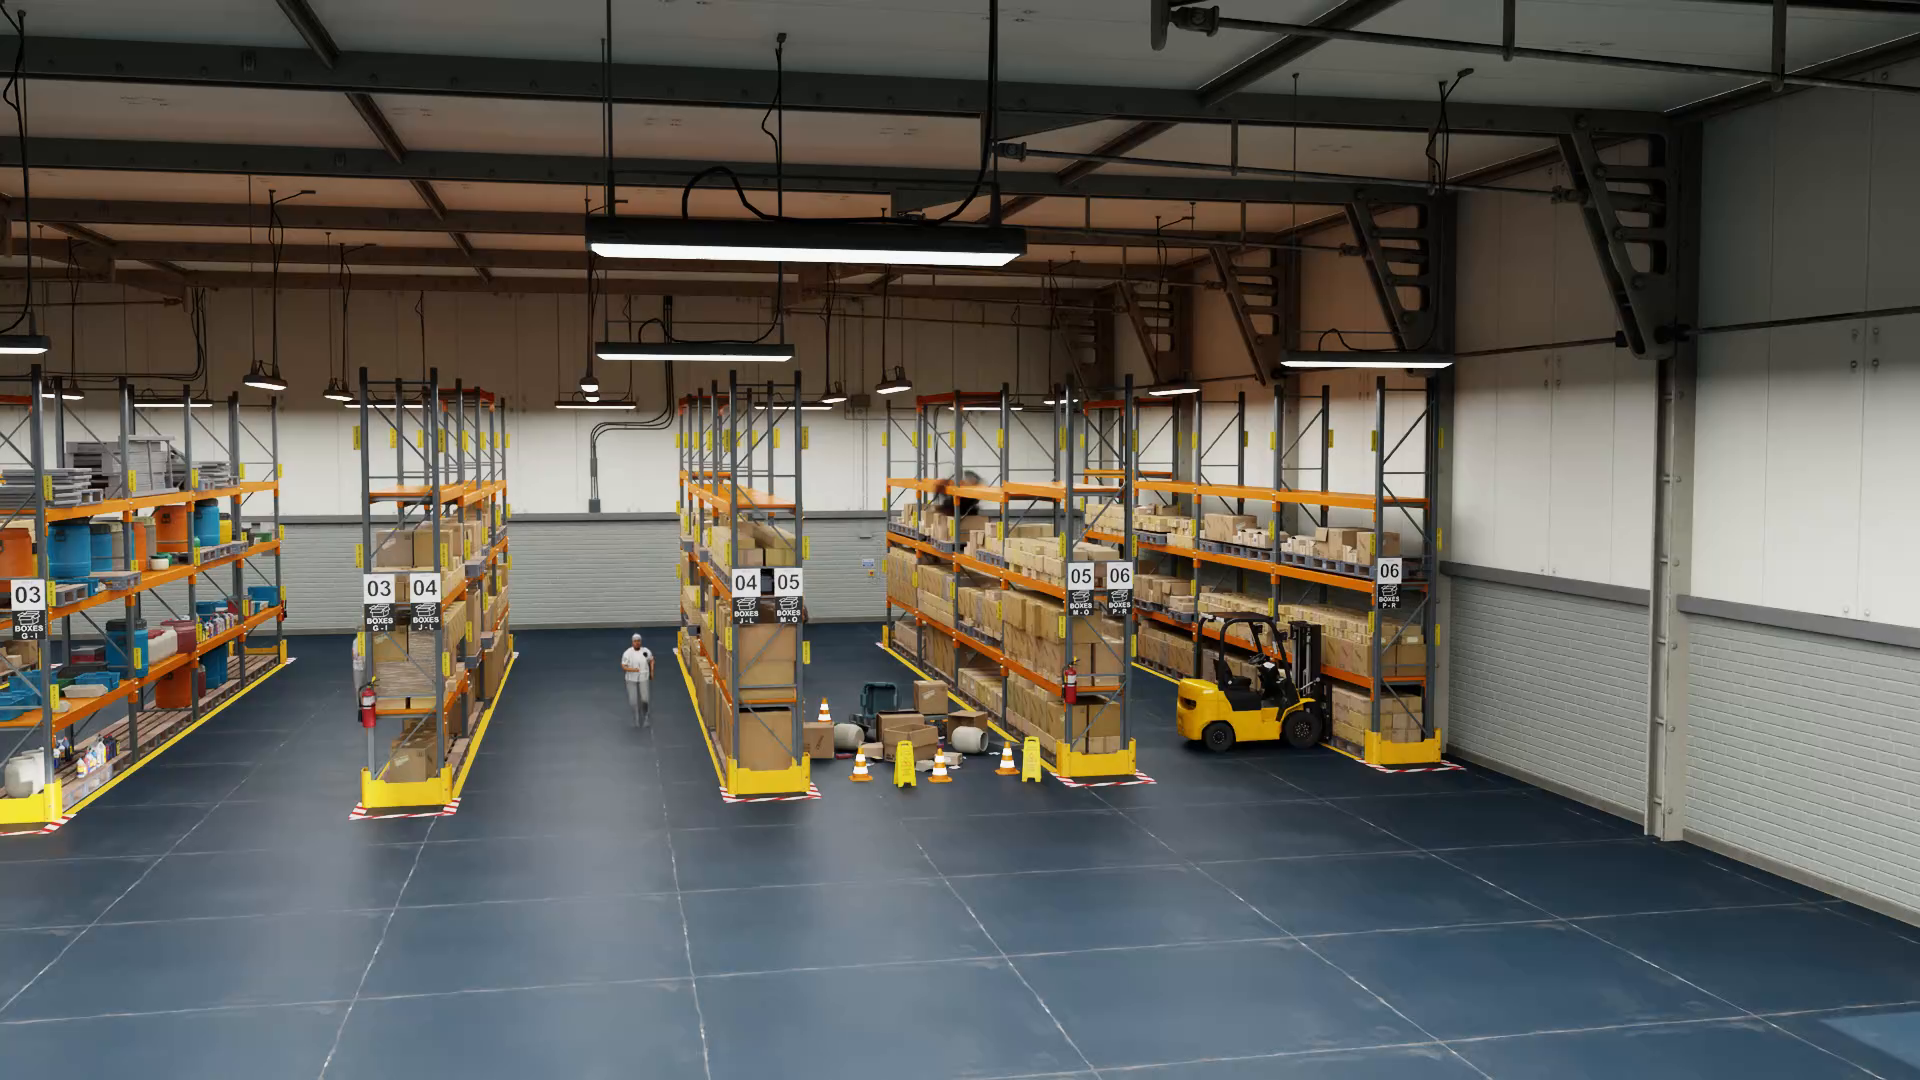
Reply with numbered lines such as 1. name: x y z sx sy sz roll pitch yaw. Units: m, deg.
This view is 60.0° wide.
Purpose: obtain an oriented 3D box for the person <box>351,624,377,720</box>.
1. person: -10.865 2.375 30.391 0.526 1.716 1.069 -1 3 -11

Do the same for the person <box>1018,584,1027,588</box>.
1. person: 1.413 1.865 38.091 0.648 1.737 0.597 -1 4 -18

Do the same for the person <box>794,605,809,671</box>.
1. person: -3.670 1.978 36.301 0.707 1.739 0.532 -1 4 -15

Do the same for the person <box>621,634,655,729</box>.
1. person: -5.593 2.456 28.875 0.555 1.648 0.643 -1 3 -14
